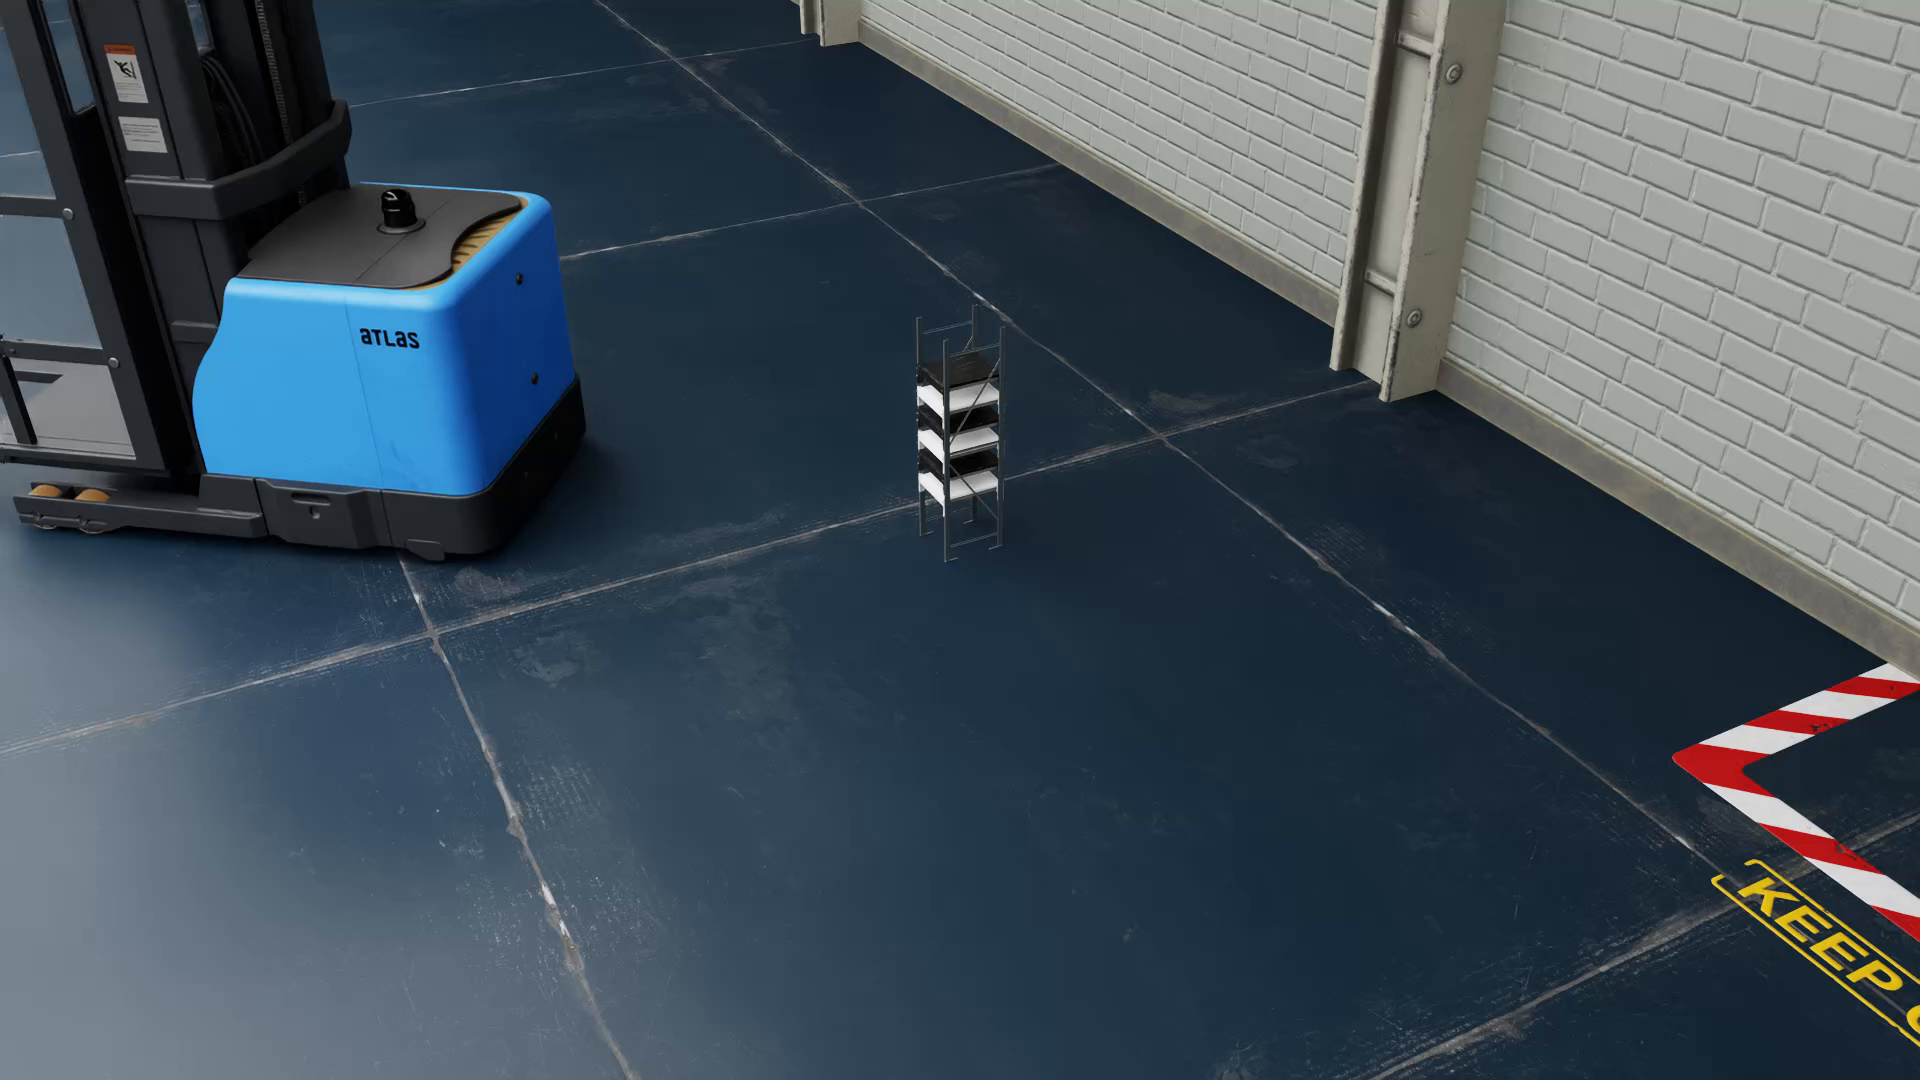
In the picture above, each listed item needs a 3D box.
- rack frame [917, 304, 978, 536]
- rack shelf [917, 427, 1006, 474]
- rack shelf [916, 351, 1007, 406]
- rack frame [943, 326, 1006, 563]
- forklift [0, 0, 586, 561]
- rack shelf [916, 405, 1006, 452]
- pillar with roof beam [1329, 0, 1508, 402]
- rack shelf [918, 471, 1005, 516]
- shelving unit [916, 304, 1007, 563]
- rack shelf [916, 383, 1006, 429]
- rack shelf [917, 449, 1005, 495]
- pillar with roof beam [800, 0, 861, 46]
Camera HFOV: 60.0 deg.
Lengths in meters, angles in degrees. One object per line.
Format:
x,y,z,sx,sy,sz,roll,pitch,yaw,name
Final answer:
-0.044,-0.424,6.077,0.240,0.900,0.006,-16,36,-23,rack frame
0.004,-0.347,6.019,0.258,0.077,0.200,-16,36,-23,rack shelf
0.004,-0.574,5.874,0.258,0.077,0.200,-16,36,-23,rack shelf
0.051,-0.327,5.925,0.240,0.900,0.006,-16,36,-23,rack frame
-3.099,-1.530,5.922,3.031,2.935,1.130,5,33,8,forklift
0.004,-0.423,5.971,0.258,0.077,0.200,-16,36,-23,rack shelf
-1.925,-3.432,3.265,9.100,9.000,0.400,-16,36,-23,pillar with roof beam
0.004,-0.195,6.116,0.258,0.077,0.200,-16,36,-23,rack shelf
0.004,-0.375,6.001,0.258,0.900,0.210,-16,36,-23,shelving unit
0.004,-0.499,5.922,0.258,0.077,0.200,-16,36,-23,rack shelf
0.004,-0.271,6.068,0.258,0.077,0.200,-16,36,-23,rack shelf
-4.722,-6.295,7.734,9.100,9.000,0.400,-16,36,-23,pillar with roof beam
